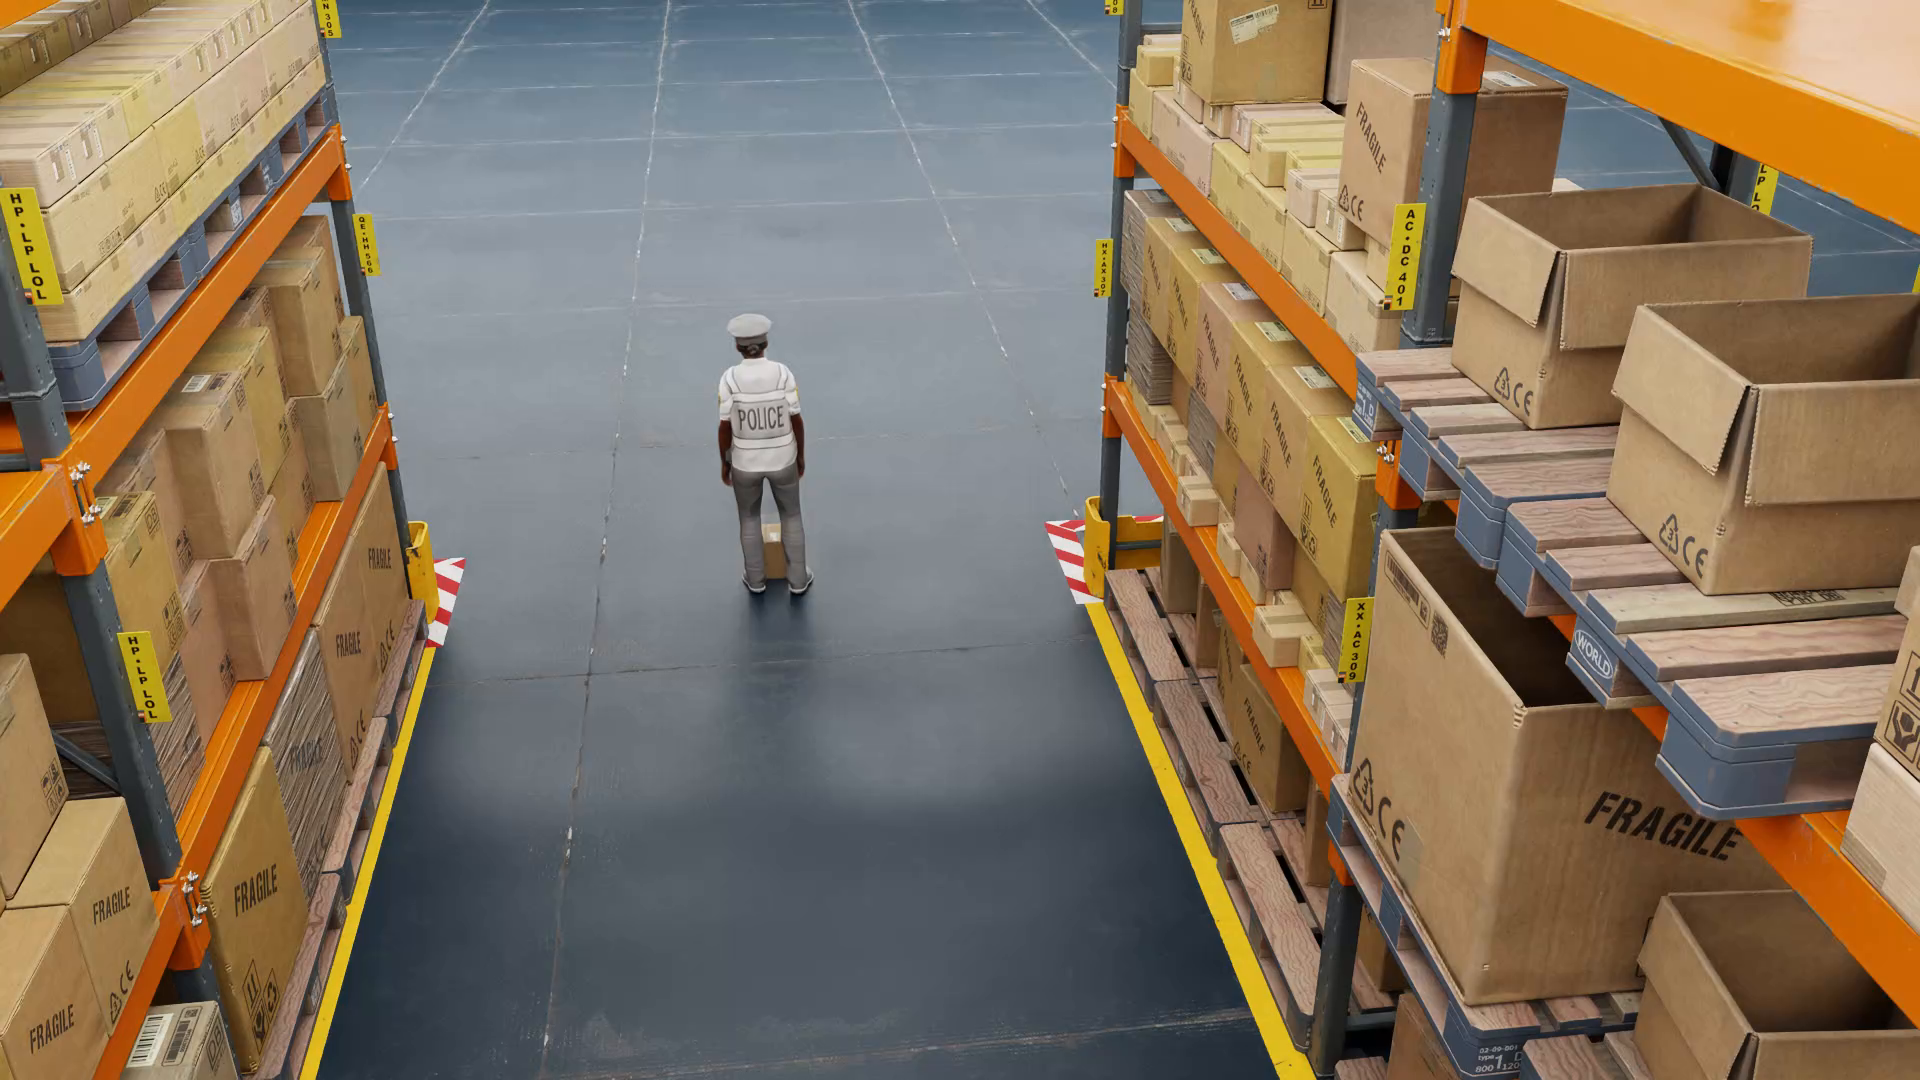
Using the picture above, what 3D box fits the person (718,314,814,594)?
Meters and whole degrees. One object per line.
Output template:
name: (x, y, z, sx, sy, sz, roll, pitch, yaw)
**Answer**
person: (-1.118, -0.456, 9.505, 0.514, 1.656, 0.426, -5, 28, -9)
